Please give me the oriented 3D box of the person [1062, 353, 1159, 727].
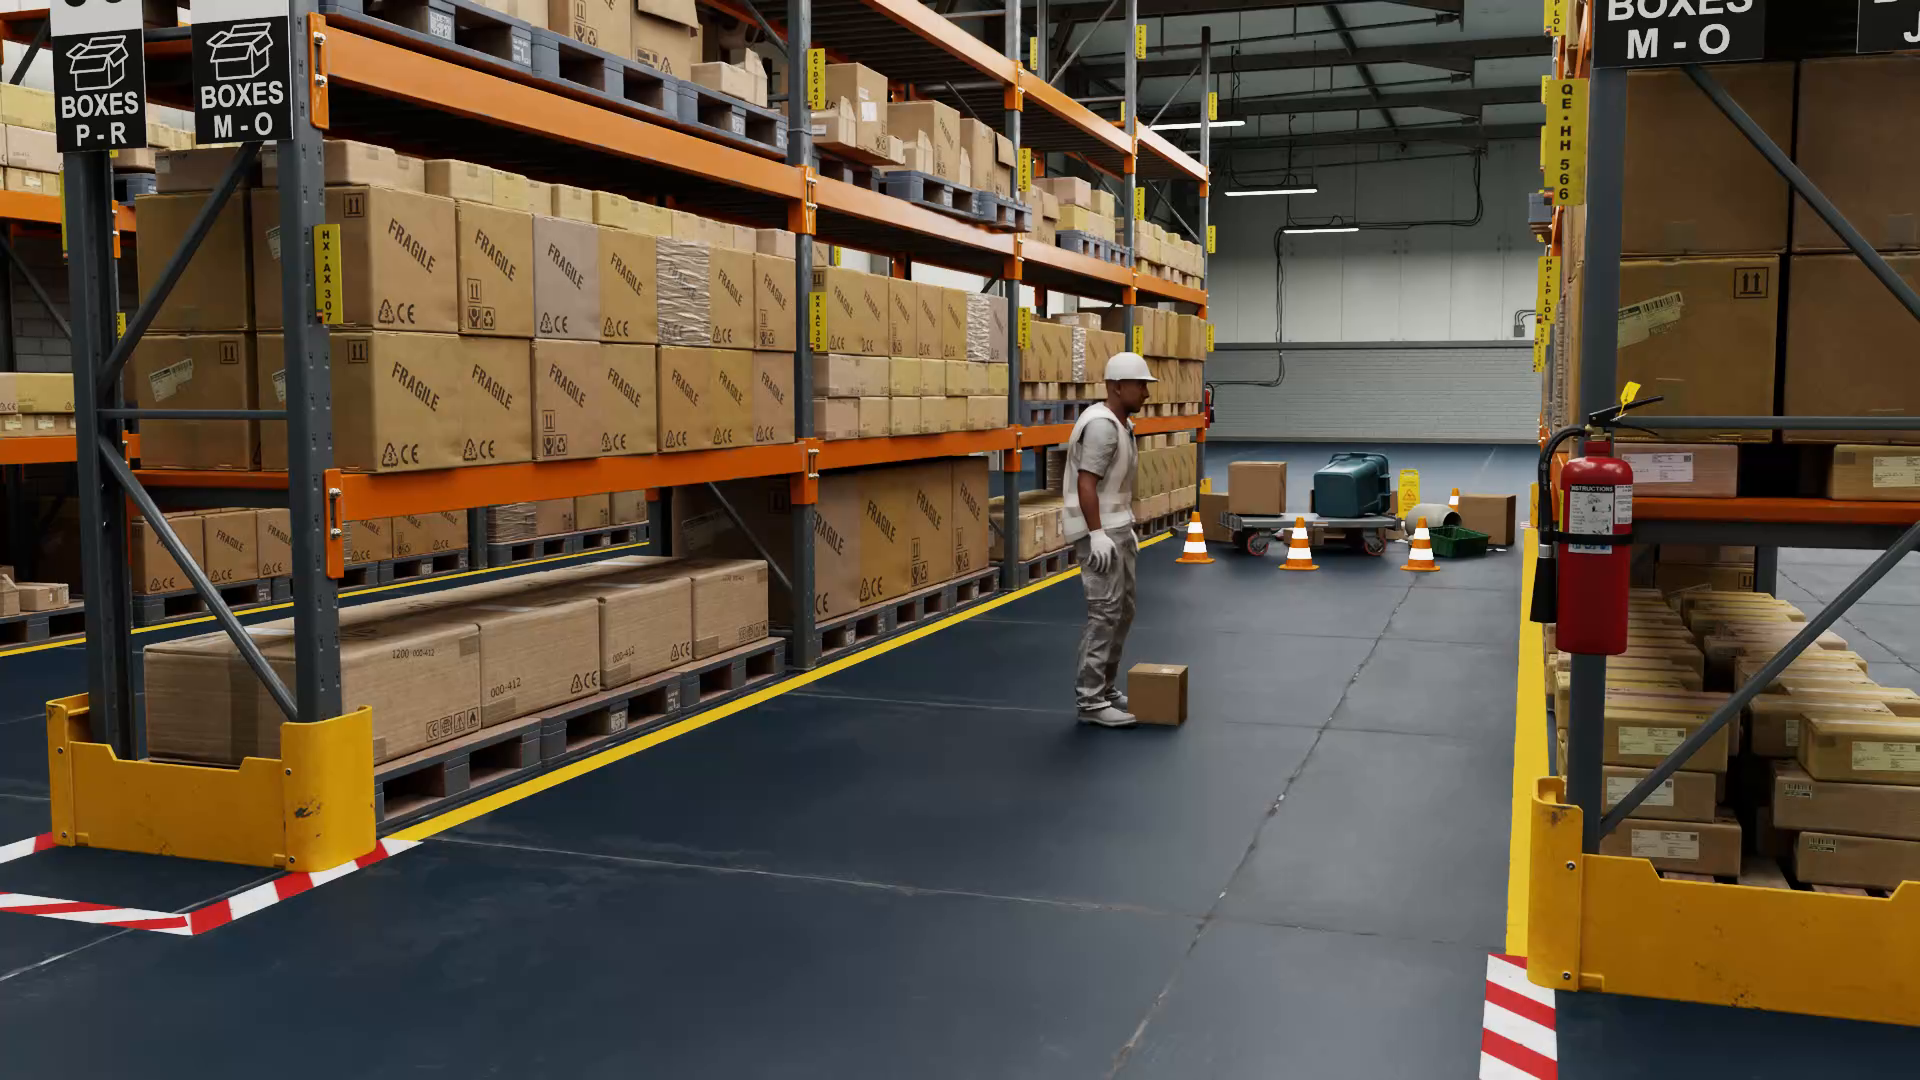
[{"bbox_3d":[0.730,-0.015,8.052,0.450,1.773,0.616,2,5,19],"label":"person"}]
